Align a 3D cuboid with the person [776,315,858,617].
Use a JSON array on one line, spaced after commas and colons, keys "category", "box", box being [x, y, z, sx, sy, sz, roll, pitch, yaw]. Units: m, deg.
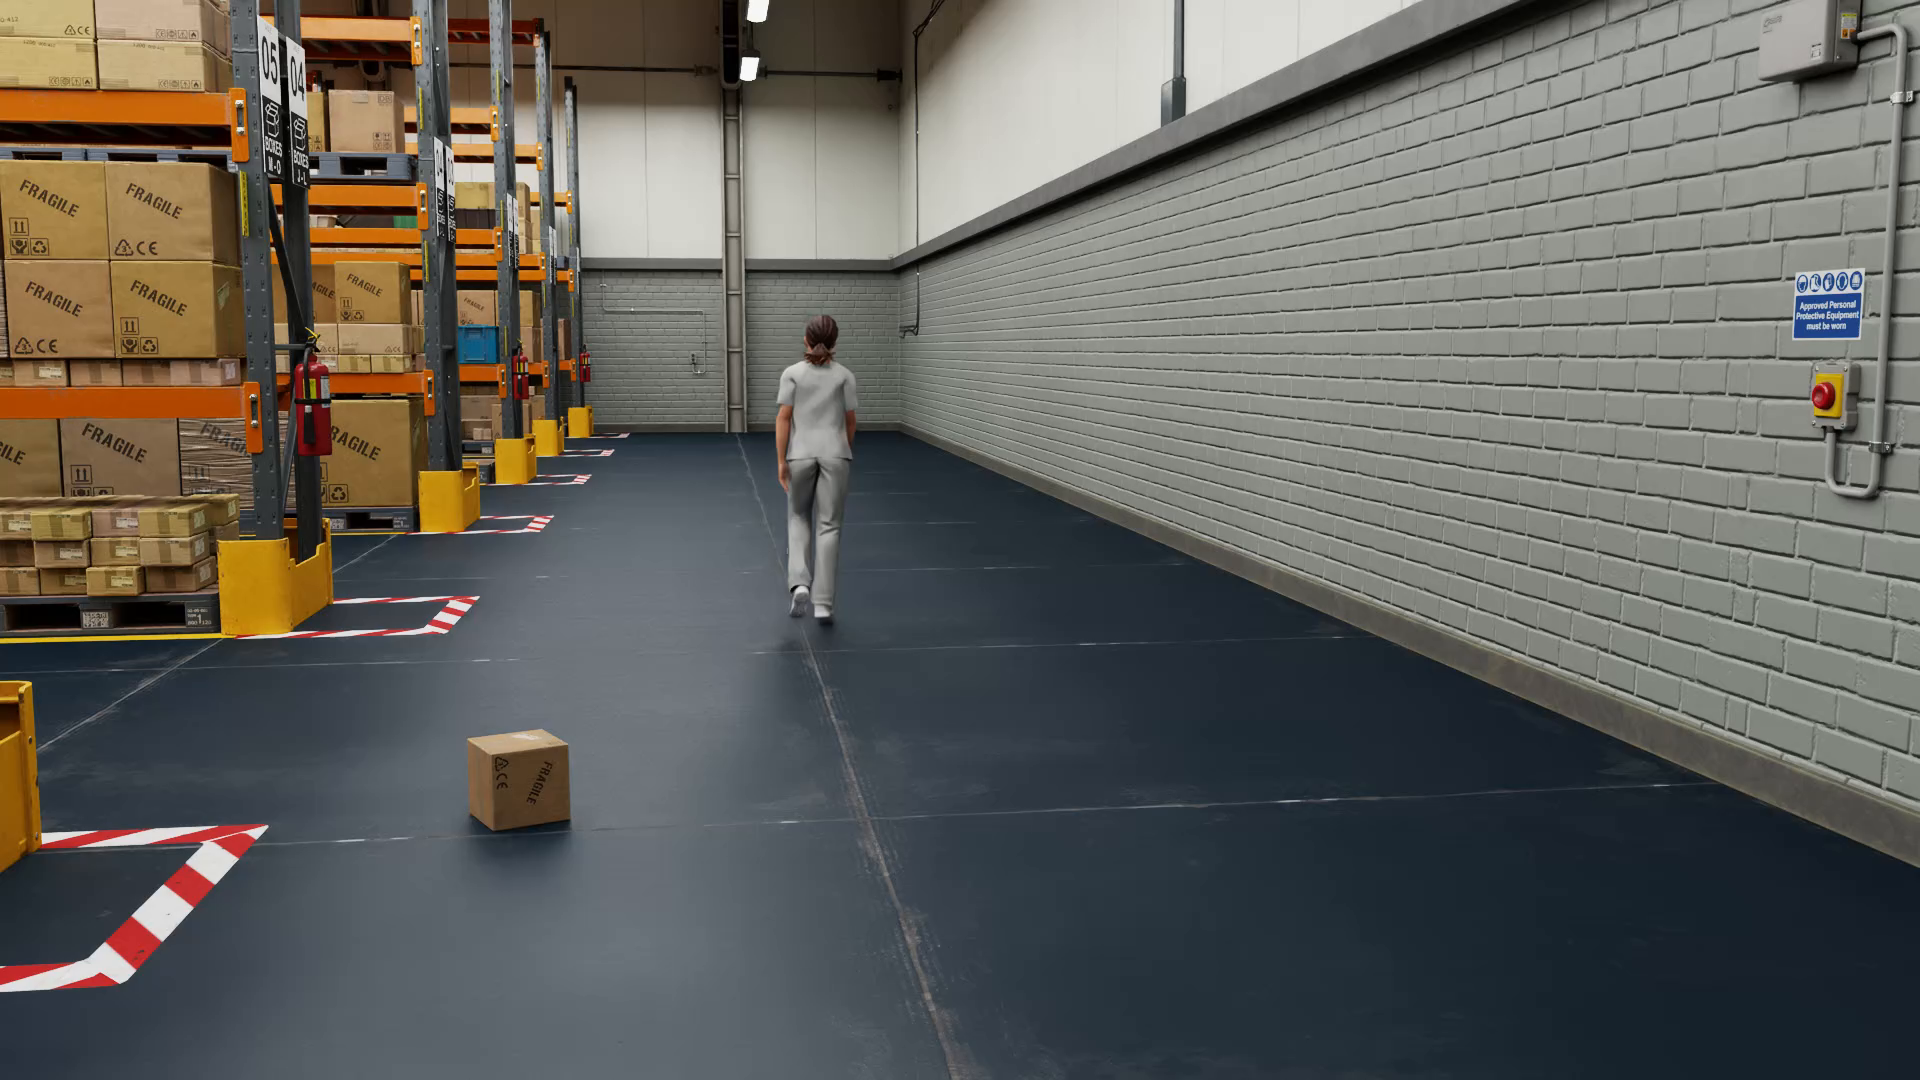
[{"category": "person", "box": [-0.785, -0.383, 9.203, 0.447, 1.712, 0.544, 0, 7, 1]}]
